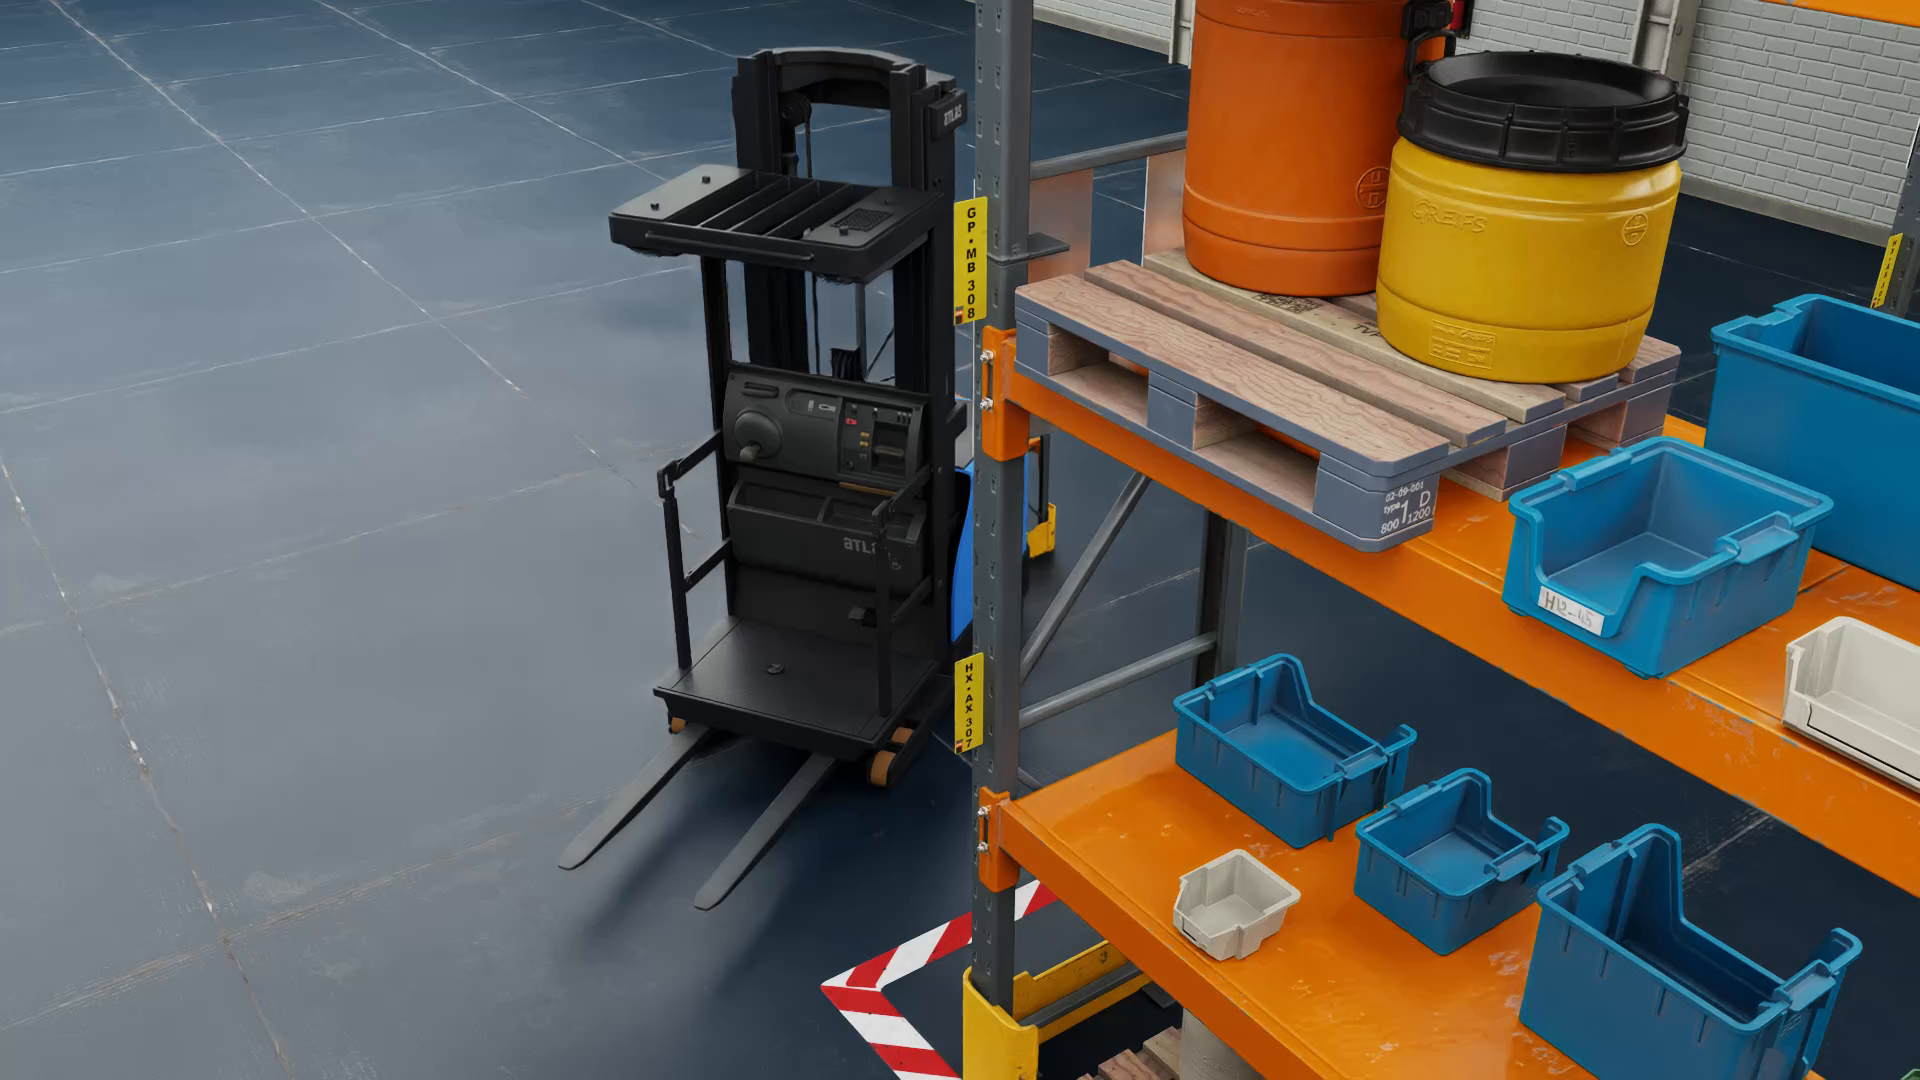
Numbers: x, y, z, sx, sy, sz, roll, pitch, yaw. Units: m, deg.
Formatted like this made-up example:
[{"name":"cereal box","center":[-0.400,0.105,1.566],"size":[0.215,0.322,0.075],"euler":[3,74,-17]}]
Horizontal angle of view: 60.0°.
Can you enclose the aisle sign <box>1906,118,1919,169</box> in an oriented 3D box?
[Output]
[{"name":"aisle sign","center":[4.227,-1.997,7.060],"size":[0.394,0.787,0.004],"euler":[-19,34,-31]}]

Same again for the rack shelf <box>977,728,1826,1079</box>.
[{"name":"rack shelf","center":[1.638,1.550,4.007],"size":[1.077,0.370,4.000],"euler":[-19,34,-31]}]

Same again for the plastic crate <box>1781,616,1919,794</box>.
[{"name":"plastic crate","center":[1.538,0.297,2.694],"size":[0.243,0.136,0.396],"euler":[-19,34,-31]}]

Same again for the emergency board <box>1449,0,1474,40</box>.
[{"name":"emergency board","center":[4.776,-5.558,16.340],"size":[0.194,1.169,0.643],"euler":[-19,34,-31]}]

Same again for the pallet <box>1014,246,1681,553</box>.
[{"name":"pallet","center":[0.878,-0.430,3.954],"size":[1.003,0.211,1.213],"euler":[-19,34,-31]}]

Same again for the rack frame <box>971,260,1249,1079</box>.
[{"name":"rack frame","center":[0.478,0.456,5.267],"size":[1.000,3.000,0.127],"euler":[-19,34,-31]}]

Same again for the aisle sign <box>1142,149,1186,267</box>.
[{"name":"aisle sign","center":[0.678,-0.796,4.850],"size":[0.394,0.787,0.004],"euler":[-19,34,-31]}]

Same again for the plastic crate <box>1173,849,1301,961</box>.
[{"name":"plastic crate","center":[0.735,1.009,4.525],"size":[0.298,0.136,0.250],"euler":[-19,34,-31]}]

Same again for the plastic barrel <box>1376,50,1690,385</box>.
[{"name":"plastic barrel","center":[1.242,-0.721,3.655],"size":[0.600,0.588,0.600],"euler":[0,29,0]}]

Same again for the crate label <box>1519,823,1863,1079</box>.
[{"name":"crate label","center":[1.766,1.081,4.079],"size":[0.502,0.435,0.616],"euler":[-19,34,-31]}]

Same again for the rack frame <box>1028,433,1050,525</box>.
[{"name":"rack frame","center":[0.276,-0.545,8.681],"size":[0.500,1.500,0.032],"euler":[-21,35,-33]}]

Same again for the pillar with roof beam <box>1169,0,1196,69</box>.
[{"name":"pillar with roof beam","center":[-0.809,-8.363,15.221],"size":[9.100,9.000,0.400],"euler":[-19,34,-31]}]

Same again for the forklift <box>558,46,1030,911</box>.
[{"name":"forklift","center":[-0.674,-0.433,6.976],"size":[1.130,2.935,3.031],"euler":[11,30,20]}]

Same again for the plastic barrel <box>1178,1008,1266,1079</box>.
[{"name":"plastic barrel","center":[0.922,1.600,5.328],"size":[0.421,0.512,0.421],"euler":[0,29,0]}]

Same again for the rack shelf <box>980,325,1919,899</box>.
[{"name":"rack shelf","center":[1.638,0.232,3.291],"size":[1.077,0.370,4.000],"euler":[-19,34,-31]}]

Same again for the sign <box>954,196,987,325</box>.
[{"name":"sign","center":[0.027,-0.715,4.272],"size":[0.100,0.325,0.005],"euler":[-19,34,-31]}]

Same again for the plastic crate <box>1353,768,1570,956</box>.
[{"name":"plastic crate","center":[1.384,0.887,4.629],"size":[0.499,0.251,0.408],"euler":[-19,34,-31]}]

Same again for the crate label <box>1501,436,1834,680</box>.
[{"name":"crate label","center":[1.294,0.022,3.078],"size":[0.502,0.251,0.408],"euler":[-19,34,-31]}]

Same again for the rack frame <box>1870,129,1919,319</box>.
[{"name":"rack frame","center":[4.515,-0.914,7.789],"size":[1.000,3.000,0.127],"euler":[-19,34,-31]}]

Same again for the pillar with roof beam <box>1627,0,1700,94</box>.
[{"name":"pillar with roof beam","center":[2.671,-6.031,10.926],"size":[9.100,9.000,0.400],"euler":[-19,34,-31]}]

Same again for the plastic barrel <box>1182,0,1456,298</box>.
[{"name":"plastic barrel","center":[0.863,-1.082,4.065],"size":[0.600,0.830,0.708],"euler":[-19,34,-31]}]

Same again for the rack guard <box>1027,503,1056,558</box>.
[{"name":"rack guard","center":[0.276,0.004,8.980],"size":[0.587,0.250,0.087],"euler":[-21,35,-33]}]

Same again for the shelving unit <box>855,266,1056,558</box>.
[{"name":"shelving unit","center":[-0.037,-0.730,9.023],"size":[0.587,1.500,1.083],"euler":[-21,35,-33]}]

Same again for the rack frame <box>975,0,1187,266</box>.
[{"name":"rack frame","center":[0.478,-2.180,3.835],"size":[1.000,3.000,0.127],"euler":[-19,34,-31]}]

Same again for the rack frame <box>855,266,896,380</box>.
[{"name":"rack frame","center":[-0.362,-0.922,9.376],"size":[0.500,1.500,0.032],"euler":[-21,35,-33]}]

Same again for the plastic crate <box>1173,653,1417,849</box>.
[{"name":"plastic crate","center":[1.012,0.633,5.097],"size":[0.499,0.251,0.616],"euler":[-19,34,-31]}]

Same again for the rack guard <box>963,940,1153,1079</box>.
[{"name":"rack guard","center":[0.560,1.571,5.833],"size":[1.175,0.500,0.348],"euler":[-19,34,-31]}]

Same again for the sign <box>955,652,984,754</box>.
[{"name":"sign","center":[0.027,0.485,4.924],"size":[0.100,0.325,0.005],"euler":[-19,34,-31]}]

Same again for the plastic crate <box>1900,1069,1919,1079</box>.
[{"name":"plastic crate","center":[2.240,1.498,3.570],"size":[0.450,0.188,0.662],"euler":[-19,34,-31]}]

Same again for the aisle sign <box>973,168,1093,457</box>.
[{"name":"aisle sign","center":[0.197,-0.633,4.549],"size":[0.394,0.787,0.004],"euler":[-19,34,-31]}]

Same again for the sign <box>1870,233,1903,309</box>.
[{"name":"sign","center":[4.059,-1.178,7.285],"size":[0.100,0.325,0.005],"euler":[-19,34,-31]}]

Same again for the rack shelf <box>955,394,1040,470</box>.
[{"name":"rack shelf","center":[-0.043,-0.575,9.115],"size":[0.538,0.185,1.000],"euler":[-21,35,-33]}]

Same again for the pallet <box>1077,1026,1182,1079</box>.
[{"name":"pallet","center":[1.027,2.015,5.318],"size":[1.003,0.211,1.213],"euler":[-19,34,-31]}]

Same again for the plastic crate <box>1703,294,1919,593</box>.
[{"name":"plastic crate","center":[1.829,-0.197,3.343],"size":[0.392,0.384,0.575],"euler":[-19,34,-31]}]
